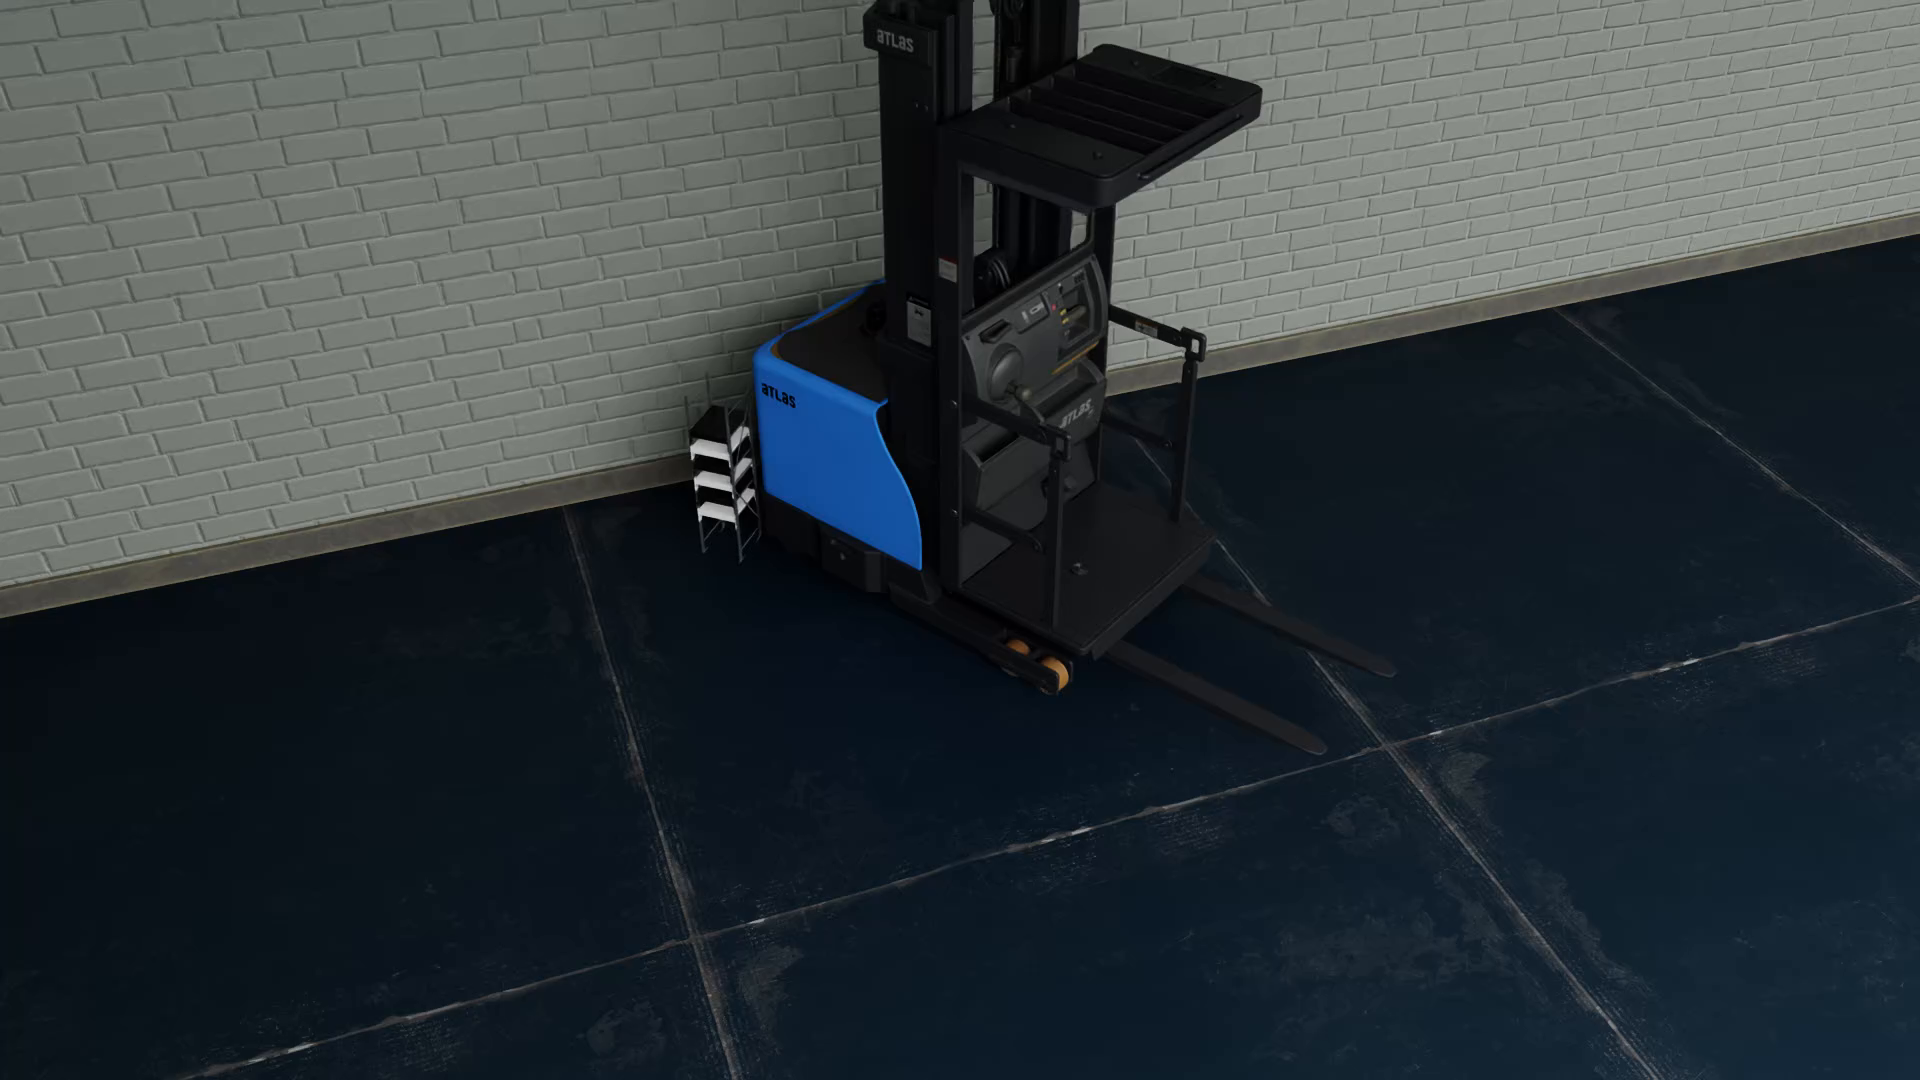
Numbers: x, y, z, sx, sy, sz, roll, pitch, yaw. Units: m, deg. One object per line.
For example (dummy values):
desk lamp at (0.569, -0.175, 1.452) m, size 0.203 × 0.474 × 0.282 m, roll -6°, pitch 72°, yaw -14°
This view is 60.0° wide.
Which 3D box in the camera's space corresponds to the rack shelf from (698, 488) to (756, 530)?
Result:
rack shelf at (-1.127, -0.170, 8.082) m, size 0.200 × 0.077 × 0.258 m, roll 12°, pitch 39°, yaw 16°

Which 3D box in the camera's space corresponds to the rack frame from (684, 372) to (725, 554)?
rack frame at (-1.223, -0.361, 7.981) m, size 0.006 × 0.900 × 0.240 m, roll 12°, pitch 39°, yaw 16°

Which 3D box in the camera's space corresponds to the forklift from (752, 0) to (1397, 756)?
forklift at (0.492, -0.851, 6.943) m, size 3.031 × 2.935 × 1.130 m, roll 26°, pitch 44°, yaw 30°

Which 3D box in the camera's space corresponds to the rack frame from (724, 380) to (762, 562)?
rack frame at (-1.031, -0.320, 7.927) m, size 0.006 × 0.900 × 0.240 m, roll 12°, pitch 39°, yaw 16°

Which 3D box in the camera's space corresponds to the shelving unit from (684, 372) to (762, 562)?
shelving unit at (-1.127, -0.341, 7.954) m, size 0.210 × 0.900 × 0.258 m, roll 12°, pitch 39°, yaw 16°

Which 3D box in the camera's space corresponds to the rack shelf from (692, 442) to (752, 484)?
rack shelf at (-1.127, -0.386, 7.920) m, size 0.200 × 0.077 × 0.258 m, roll 12°, pitch 39°, yaw 16°

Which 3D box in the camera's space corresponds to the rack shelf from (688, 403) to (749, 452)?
rack shelf at (-1.127, -0.530, 7.812) m, size 0.200 × 0.077 × 0.258 m, roll 12°, pitch 39°, yaw 16°

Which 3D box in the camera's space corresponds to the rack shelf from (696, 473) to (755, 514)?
rack shelf at (-1.127, -0.242, 8.028) m, size 0.200 × 0.077 × 0.258 m, roll 12°, pitch 39°, yaw 16°

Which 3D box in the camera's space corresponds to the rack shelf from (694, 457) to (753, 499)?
rack shelf at (-1.127, -0.314, 7.974) m, size 0.200 × 0.077 × 0.258 m, roll 12°, pitch 39°, yaw 16°

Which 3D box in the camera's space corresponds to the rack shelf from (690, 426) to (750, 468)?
rack shelf at (-1.127, -0.458, 7.866) m, size 0.200 × 0.077 × 0.258 m, roll 12°, pitch 39°, yaw 16°
